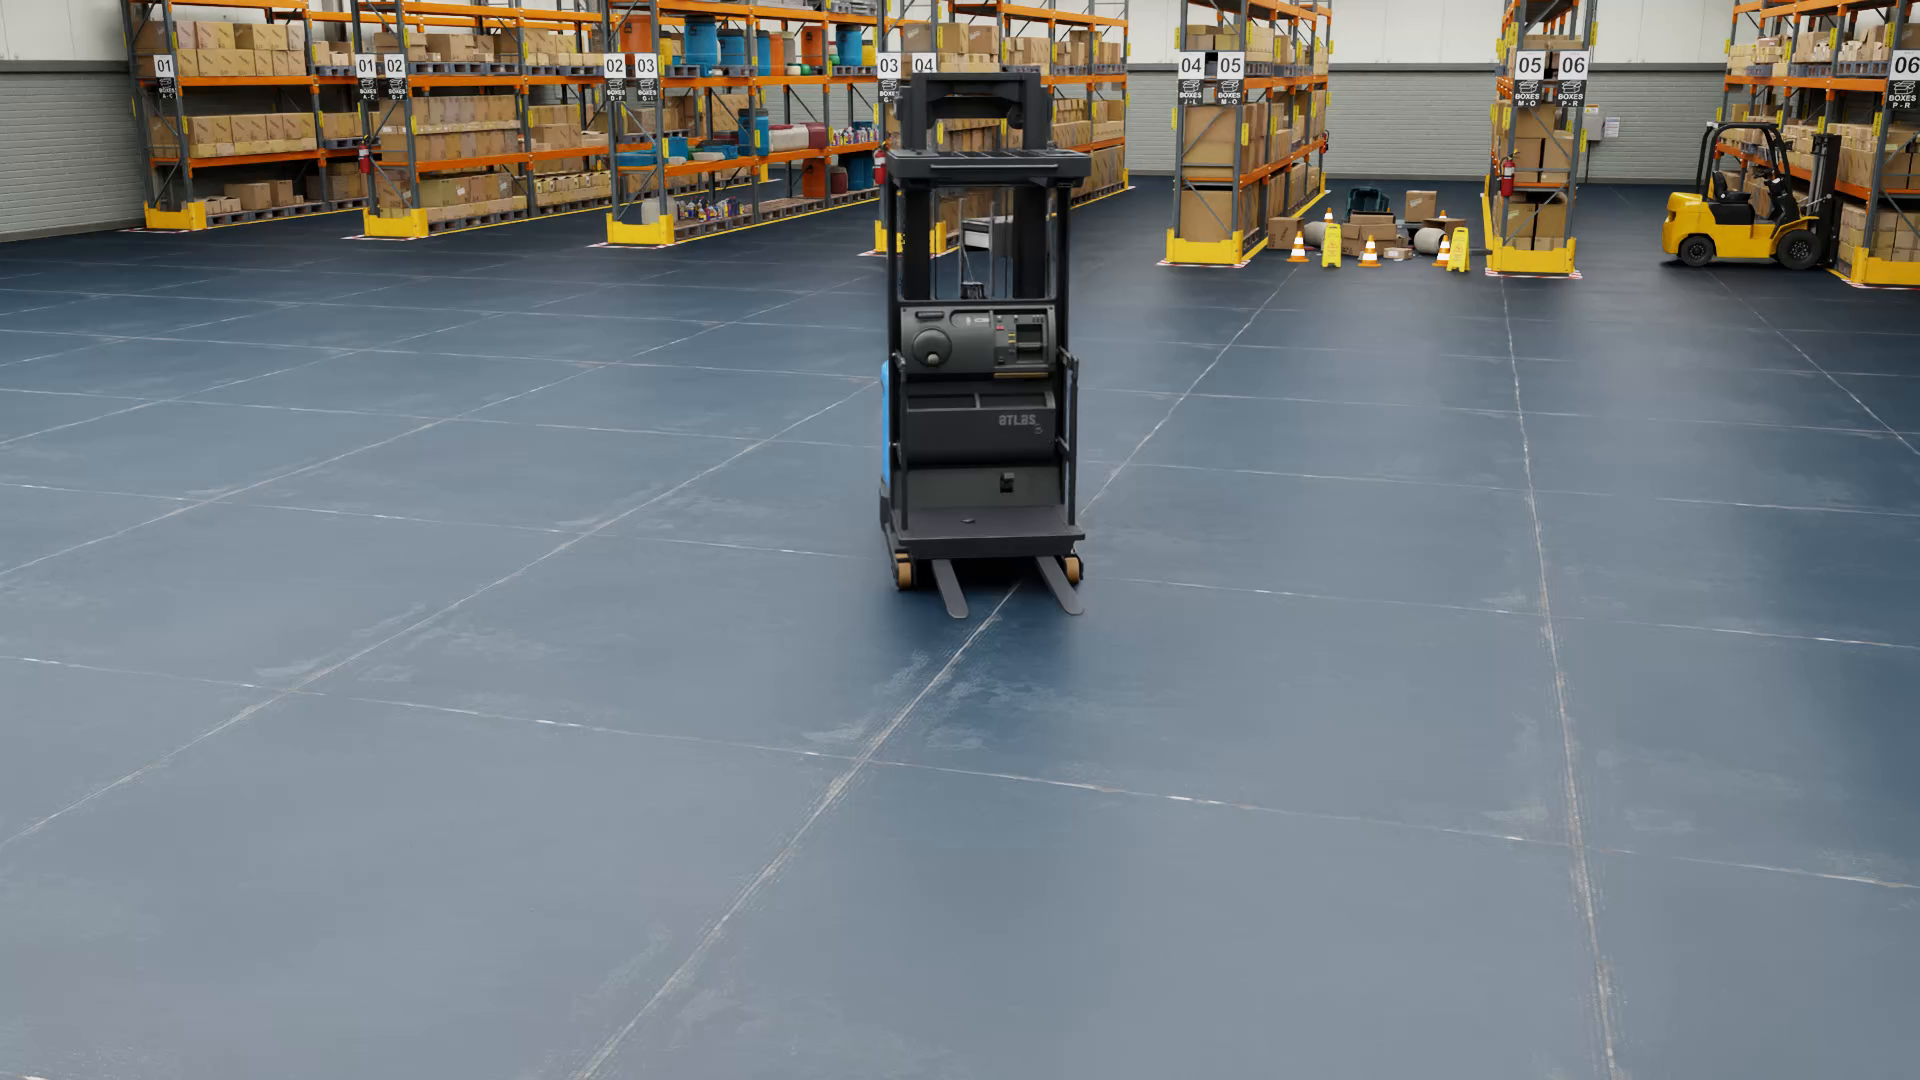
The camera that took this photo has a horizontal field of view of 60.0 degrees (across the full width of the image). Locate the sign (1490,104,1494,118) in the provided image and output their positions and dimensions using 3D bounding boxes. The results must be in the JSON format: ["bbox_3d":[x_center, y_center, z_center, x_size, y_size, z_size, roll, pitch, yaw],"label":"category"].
[{"bbox_3d":[12.669,-10.195,39.544,0.100,0.325,0.005,5,16,16],"label":"sign"}]

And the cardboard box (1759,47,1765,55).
[{"bbox_3d":[16.149,-9.729,33.098,0.380,0.149,0.250,4,16,15],"label":"cardboard box"}]

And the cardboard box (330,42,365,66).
[{"bbox_3d":[-13.377,-10.630,36.359,0.500,0.500,0.500,4,16,14],"label":"cardboard box"}]

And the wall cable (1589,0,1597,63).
[{"bbox_3d":[17.926,-13.825,43.011,2.988,3.039,0.133,5,16,16],"label":"wall cable"}]

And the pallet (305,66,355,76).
[{"bbox_3d":[-13.682,-9.983,35.376,1.213,0.211,1.003,5,16,16],"label":"pallet"}]

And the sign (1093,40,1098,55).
[{"bbox_3d":[3.084,-11.221,37.873,0.100,0.325,0.005,5,16,16],"label":"sign"}]

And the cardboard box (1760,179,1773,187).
[{"bbox_3d":[15.987,-7.024,32.718,0.380,0.149,0.250,4,16,13],"label":"cardboard box"}]

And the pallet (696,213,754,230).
[{"bbox_3d":[-4.692,-6.195,32.283,1.003,0.211,1.213,5,16,16],"label":"pallet"}]

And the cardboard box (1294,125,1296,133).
[{"bbox_3d":[6.846,-8.632,34.912,0.380,0.149,0.250,4,16,15],"label":"cardboard box"}]

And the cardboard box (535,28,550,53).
[{"bbox_3d":[-8.856,-10.337,34.409,0.500,0.500,0.500,6,17,21],"label":"cardboard box"}]

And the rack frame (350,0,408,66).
[{"bbox_3d":[-10.346,-9.934,29.360,1.000,3.000,0.127,5,16,16],"label":"rack frame"}]

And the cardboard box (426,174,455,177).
[{"bbox_3d":[-10.065,-6.844,32.357,0.500,0.500,0.500,5,16,16],"label":"cardboard box"}]

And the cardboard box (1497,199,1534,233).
[{"bbox_3d":[8.775,-5.116,26.266,0.500,0.500,0.500,5,17,18],"label":"cardboard box"}]

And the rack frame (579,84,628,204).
[{"bbox_3d":[-8.072,-9.140,37.558,1.000,3.000,0.127,5,16,16],"label":"rack frame"}]

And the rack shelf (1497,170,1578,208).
[{"bbox_3d":[9.221,-5.687,26.700,1.077,0.370,4.000,5,16,16],"label":"rack shelf"}]

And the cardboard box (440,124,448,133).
[{"bbox_3d":[-9.809,-7.694,31.086,0.380,0.149,0.250,4,16,15],"label":"cardboard box"}]

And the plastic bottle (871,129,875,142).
[{"bbox_3d":[-2.093,-9.518,39.118,0.152,0.276,0.135,5,16,16],"label":"plastic bottle"}]

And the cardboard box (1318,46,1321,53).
[{"bbox_3d":[8.023,-11.207,37.976,0.380,0.149,0.250,5,17,19],"label":"cardboard box"}]

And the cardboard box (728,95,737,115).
[{"bbox_3d":[-6.093,-11.222,42.882,0.500,0.500,0.500,5,17,18],"label":"cardboard box"}]

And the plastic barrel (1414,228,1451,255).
[{"bbox_3d":[7.788,-4.928,27.428,0.421,0.421,0.512,-10,19,-32],"label":"plastic barrel"}]

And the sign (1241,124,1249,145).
[{"bbox_3d":[4.408,-6.277,25.731,0.100,0.325,0.005,5,16,16],"label":"sign"}]

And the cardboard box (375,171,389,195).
[{"bbox_3d":[-13.349,-8.082,37.602,0.700,0.500,0.500,5,16,16],"label":"cardboard box"}]

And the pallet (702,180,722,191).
[{"bbox_3d":[-6.739,-9.025,42.261,1.003,0.211,1.213,5,16,16],"label":"pallet"}]

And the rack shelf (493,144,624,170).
[{"bbox_3d":[-8.641,-8.271,35.811,1.077,0.370,4.000,5,16,16],"label":"rack shelf"}]

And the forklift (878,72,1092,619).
[{"bbox_3d":[0.136,-1.213,9.735,1.130,2.935,3.031,-2,16,-6],"label":"forklift"}]

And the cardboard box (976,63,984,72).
[{"bbox_3d":[0.110,-8.287,29.325,0.500,0.250,0.500,5,16,15],"label":"cardboard box"}]

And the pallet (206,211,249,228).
[{"bbox_3d":[-14.810,-6.319,32.720,1.003,0.211,1.213,5,16,16],"label":"pallet"}]

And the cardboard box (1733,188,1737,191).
[{"bbox_3d":[16.801,-7.414,35.712,0.396,0.266,0.258,5,17,18],"label":"cardboard box"}]

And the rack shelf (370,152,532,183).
[{"bbox_3d":[-9.777,-7.225,32.122,1.077,0.370,4.000,5,16,16],"label":"rack shelf"}]

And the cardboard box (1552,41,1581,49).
[{"bbox_3d":[8.949,-7.293,24.546,0.380,0.149,0.250,5,16,15],"label":"cardboard box"}]

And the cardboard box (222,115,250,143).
[{"bbox_3d":[-14.369,-8.094,32.731,0.500,0.500,0.500,4,16,14],"label":"cardboard box"}]

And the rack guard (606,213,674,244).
[{"bbox_3d":[-5.621,-5.483,29.245,1.175,0.500,0.348,5,16,16],"label":"rack guard"}]

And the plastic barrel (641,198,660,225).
[{"bbox_3d":[-5.484,-5.846,29.731,0.421,0.512,0.421,0,16,0],"label":"plastic barrel"}]

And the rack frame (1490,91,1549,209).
[{"bbox_3d":[12.063,-8.649,35.826,1.000,3.000,0.127,5,16,16],"label":"rack frame"}]

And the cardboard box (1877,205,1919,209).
[{"bbox_3d":[14.022,-4.858,24.897,0.500,0.250,0.500,5,16,16],"label":"cardboard box"}]

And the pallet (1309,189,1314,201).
[{"bbox_3d":[7.790,-8.164,39.225,1.003,0.211,1.213,5,16,16],"label":"pallet"}]

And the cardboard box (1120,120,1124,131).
[{"bbox_3d":[3.815,-10.388,41.685,0.500,0.250,0.500,4,16,15],"label":"cardboard box"}]

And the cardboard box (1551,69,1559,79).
[{"bbox_3d":[9.047,-6.969,24.866,0.380,0.149,0.250,4,16,14],"label":"cardboard box"}]

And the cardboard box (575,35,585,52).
[{"bbox_3d":[-10.496,-13.386,44.976,0.500,0.500,0.500,5,16,16],"label":"cardboard box"}]

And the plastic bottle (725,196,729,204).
[{"bbox_3d":[-4.506,-6.466,32.179,0.144,0.351,0.185,5,16,16],"label":"plastic bottle"}]

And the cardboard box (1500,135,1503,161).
[{"bbox_3d":[9.397,-6.654,28.063,0.500,0.500,0.500,5,16,16],"label":"cardboard box"}]

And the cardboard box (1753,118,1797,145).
[{"bbox_3d":[16.101,-8.065,32.815,0.700,0.500,0.500,5,16,16],"label":"cardboard box"}]

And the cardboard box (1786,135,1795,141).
[{"bbox_3d":[15.182,-7.159,29.931,0.500,0.250,0.500,5,17,18],"label":"cardboard box"}]

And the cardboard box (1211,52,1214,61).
[{"bbox_3d":[3.865,-7.752,26.673,0.380,0.149,0.250,5,17,16],"label":"cardboard box"}]

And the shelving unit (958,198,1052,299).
[{"bbox_3d":[0.306,-1.326,11.656,0.503,2.100,0.431,-11,19,-33],"label":"shelving unit"}]

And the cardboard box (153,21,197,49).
[{"bbox_3d":[-14.754,-9.494,31.256,0.500,0.500,0.500,3,16,12],"label":"cardboard box"}]

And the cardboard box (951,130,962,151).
[{"bbox_3d":[-0.456,-6.879,28.856,0.875,0.500,0.500,5,16,16],"label":"cardboard box"}]

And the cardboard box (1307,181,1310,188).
[{"bbox_3d":[7.698,-8.050,37.624,0.380,0.149,0.250,5,17,18],"label":"cardboard box"}]

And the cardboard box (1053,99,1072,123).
[{"bbox_3d":[2.020,-9.438,36.586,0.797,0.503,0.637,5,17,18],"label":"cardboard box"}]

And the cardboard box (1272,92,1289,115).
[{"bbox_3d":[7.162,-9.823,37.403,0.500,0.500,0.500,4,16,14],"label":"cardboard box"}]

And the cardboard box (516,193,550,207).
[{"bbox_3d":[-8.857,-7.059,34.490,0.500,0.250,0.500,4,16,15],"label":"cardboard box"}]

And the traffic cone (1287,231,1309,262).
[{"bbox_3d":[5.390,-4.676,26.465,0.336,0.463,0.334,5,16,16],"label":"traffic cone"}]

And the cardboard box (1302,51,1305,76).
[{"bbox_3d":[6.841,-9.843,34.353,0.500,0.500,0.500,5,16,16],"label":"cardboard box"}]
